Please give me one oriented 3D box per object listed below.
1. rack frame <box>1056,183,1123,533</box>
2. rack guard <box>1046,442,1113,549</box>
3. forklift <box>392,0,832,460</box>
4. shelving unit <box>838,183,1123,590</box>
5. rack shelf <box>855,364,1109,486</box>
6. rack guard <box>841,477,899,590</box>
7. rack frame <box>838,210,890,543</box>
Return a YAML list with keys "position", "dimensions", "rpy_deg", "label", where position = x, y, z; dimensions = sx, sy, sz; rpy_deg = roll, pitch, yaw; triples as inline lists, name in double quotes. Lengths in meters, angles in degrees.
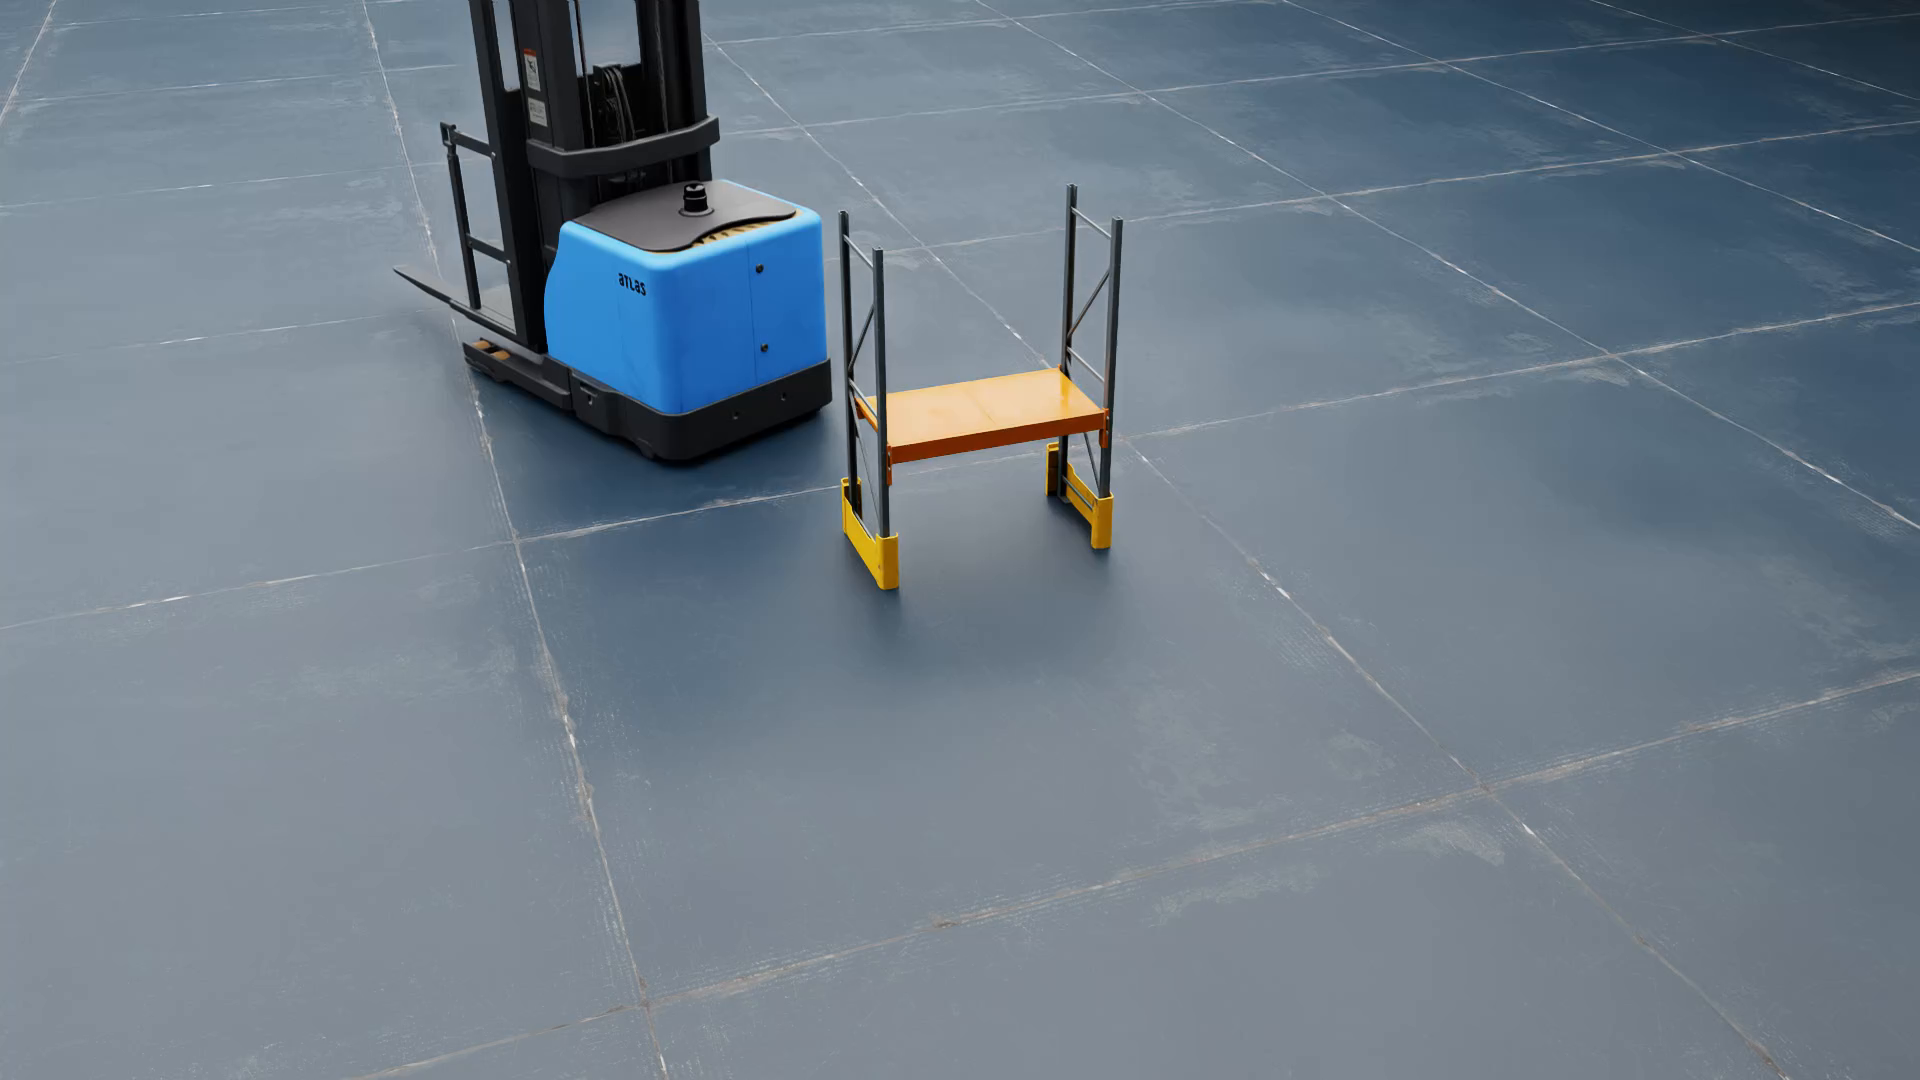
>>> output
- position: [0.556, -0.754, 7.267]
  dimensions: [0.032, 1.500, 0.500]
  rpy_deg: [-10, 31, -18]
  label: "rack frame"
- position: [0.538, -0.208, 7.571]
  dimensions: [0.087, 0.250, 0.587]
  rpy_deg: [-10, 31, -18]
  label: "rack guard"
- position: [-2.057, -2.284, 8.506]
  dimensions: [1.130, 2.935, 3.031]
  rpy_deg: [-26, 39, -38]
  label: "forklift"
- position: [0.071, -0.665, 7.110]
  dimensions: [1.083, 1.500, 0.587]
  rpy_deg: [-10, 31, -18]
  label: "shelving unit"
- position: [0.080, -0.510, 7.202]
  dimensions: [1.000, 0.185, 0.538]
  rpy_deg: [-10, 31, -18]
  label: "rack shelf"
- position: [-0.395, -0.036, 7.269]
  dimensions: [0.087, 0.250, 0.587]
  rpy_deg: [-10, 31, -18]
  label: "rack guard"
- position: [-0.396, -0.579, 6.959]
  dimensions: [0.032, 1.500, 0.500]
  rpy_deg: [-10, 31, -18]
  label: "rack frame"
